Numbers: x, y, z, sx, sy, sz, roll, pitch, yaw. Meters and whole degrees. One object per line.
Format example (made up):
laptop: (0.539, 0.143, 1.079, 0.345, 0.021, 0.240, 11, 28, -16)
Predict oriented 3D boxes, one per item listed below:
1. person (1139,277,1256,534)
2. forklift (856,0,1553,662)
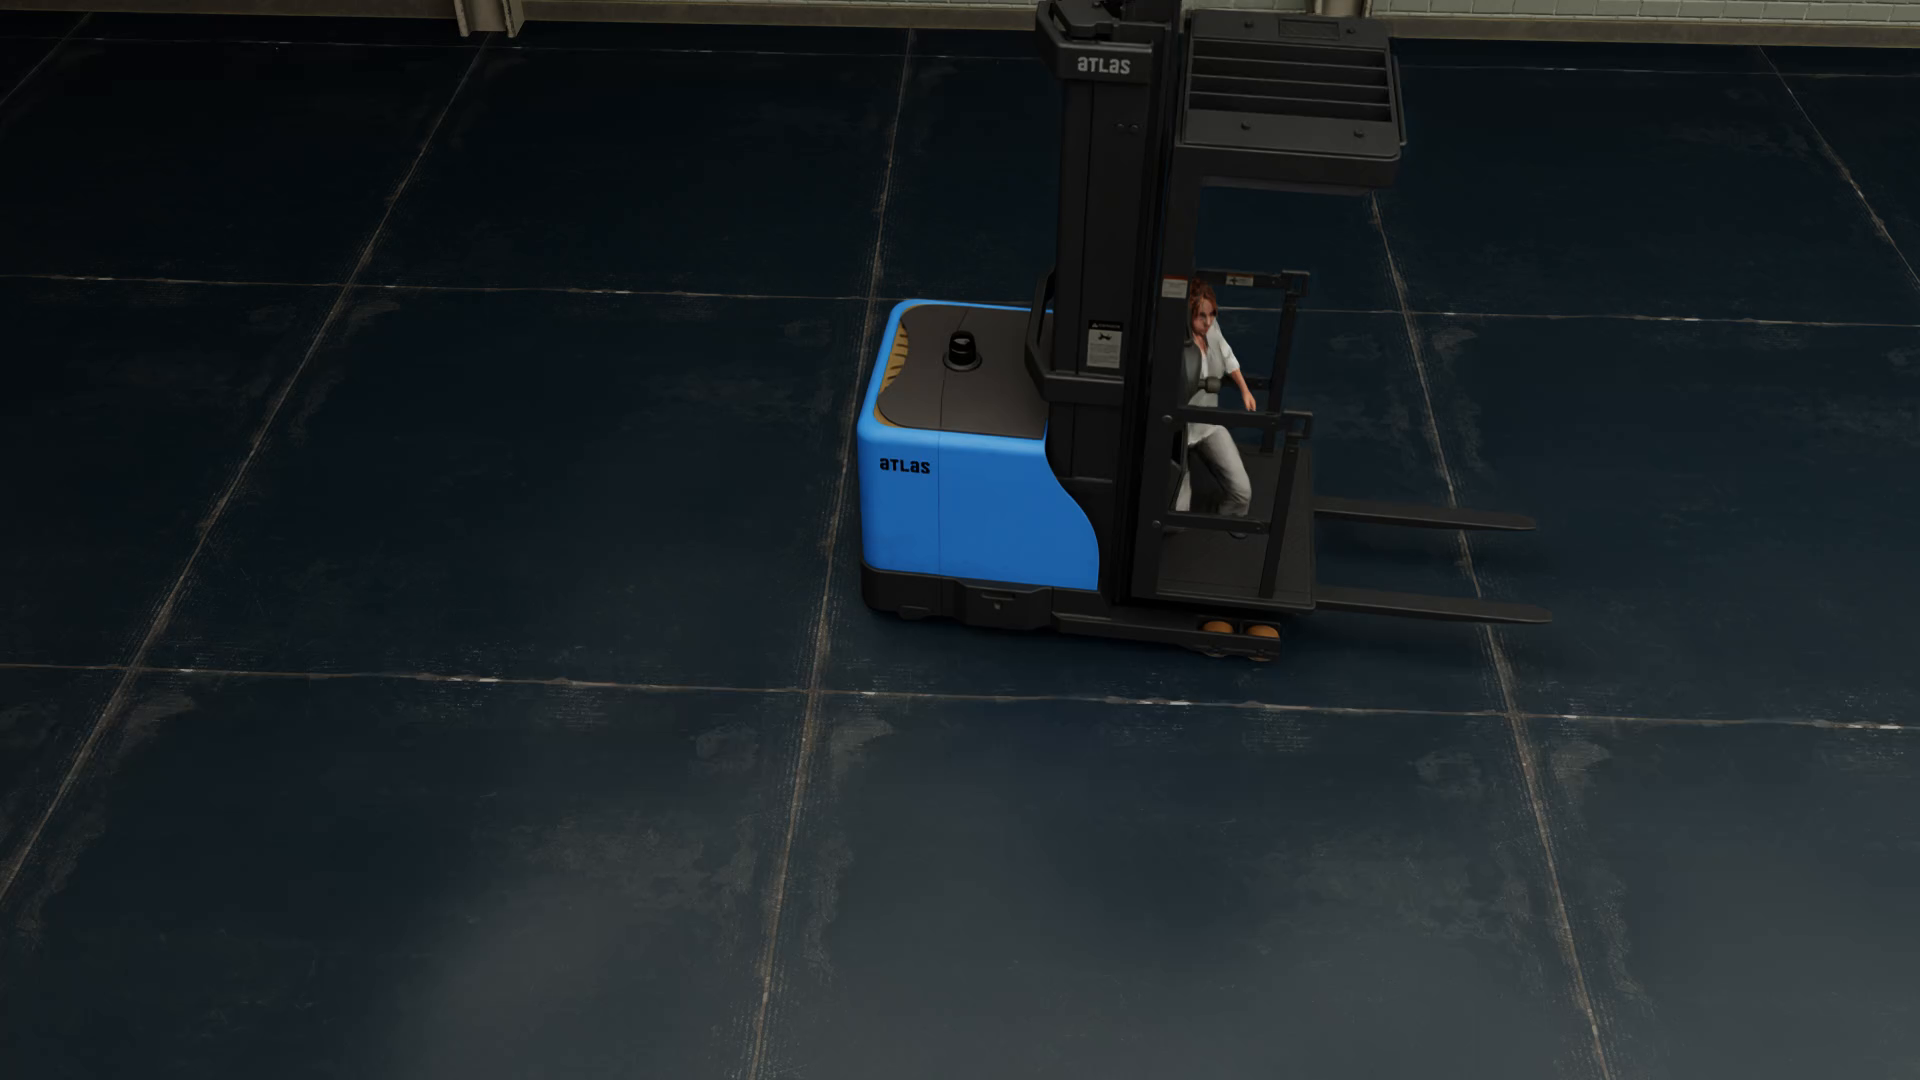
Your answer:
person: (1.042, -0.409, 7.264, 0.731, 1.564, 0.569, -25, 48, -25)
forklift: (1.116, -0.931, 6.762, 3.031, 2.935, 1.130, 5, 43, 6)
